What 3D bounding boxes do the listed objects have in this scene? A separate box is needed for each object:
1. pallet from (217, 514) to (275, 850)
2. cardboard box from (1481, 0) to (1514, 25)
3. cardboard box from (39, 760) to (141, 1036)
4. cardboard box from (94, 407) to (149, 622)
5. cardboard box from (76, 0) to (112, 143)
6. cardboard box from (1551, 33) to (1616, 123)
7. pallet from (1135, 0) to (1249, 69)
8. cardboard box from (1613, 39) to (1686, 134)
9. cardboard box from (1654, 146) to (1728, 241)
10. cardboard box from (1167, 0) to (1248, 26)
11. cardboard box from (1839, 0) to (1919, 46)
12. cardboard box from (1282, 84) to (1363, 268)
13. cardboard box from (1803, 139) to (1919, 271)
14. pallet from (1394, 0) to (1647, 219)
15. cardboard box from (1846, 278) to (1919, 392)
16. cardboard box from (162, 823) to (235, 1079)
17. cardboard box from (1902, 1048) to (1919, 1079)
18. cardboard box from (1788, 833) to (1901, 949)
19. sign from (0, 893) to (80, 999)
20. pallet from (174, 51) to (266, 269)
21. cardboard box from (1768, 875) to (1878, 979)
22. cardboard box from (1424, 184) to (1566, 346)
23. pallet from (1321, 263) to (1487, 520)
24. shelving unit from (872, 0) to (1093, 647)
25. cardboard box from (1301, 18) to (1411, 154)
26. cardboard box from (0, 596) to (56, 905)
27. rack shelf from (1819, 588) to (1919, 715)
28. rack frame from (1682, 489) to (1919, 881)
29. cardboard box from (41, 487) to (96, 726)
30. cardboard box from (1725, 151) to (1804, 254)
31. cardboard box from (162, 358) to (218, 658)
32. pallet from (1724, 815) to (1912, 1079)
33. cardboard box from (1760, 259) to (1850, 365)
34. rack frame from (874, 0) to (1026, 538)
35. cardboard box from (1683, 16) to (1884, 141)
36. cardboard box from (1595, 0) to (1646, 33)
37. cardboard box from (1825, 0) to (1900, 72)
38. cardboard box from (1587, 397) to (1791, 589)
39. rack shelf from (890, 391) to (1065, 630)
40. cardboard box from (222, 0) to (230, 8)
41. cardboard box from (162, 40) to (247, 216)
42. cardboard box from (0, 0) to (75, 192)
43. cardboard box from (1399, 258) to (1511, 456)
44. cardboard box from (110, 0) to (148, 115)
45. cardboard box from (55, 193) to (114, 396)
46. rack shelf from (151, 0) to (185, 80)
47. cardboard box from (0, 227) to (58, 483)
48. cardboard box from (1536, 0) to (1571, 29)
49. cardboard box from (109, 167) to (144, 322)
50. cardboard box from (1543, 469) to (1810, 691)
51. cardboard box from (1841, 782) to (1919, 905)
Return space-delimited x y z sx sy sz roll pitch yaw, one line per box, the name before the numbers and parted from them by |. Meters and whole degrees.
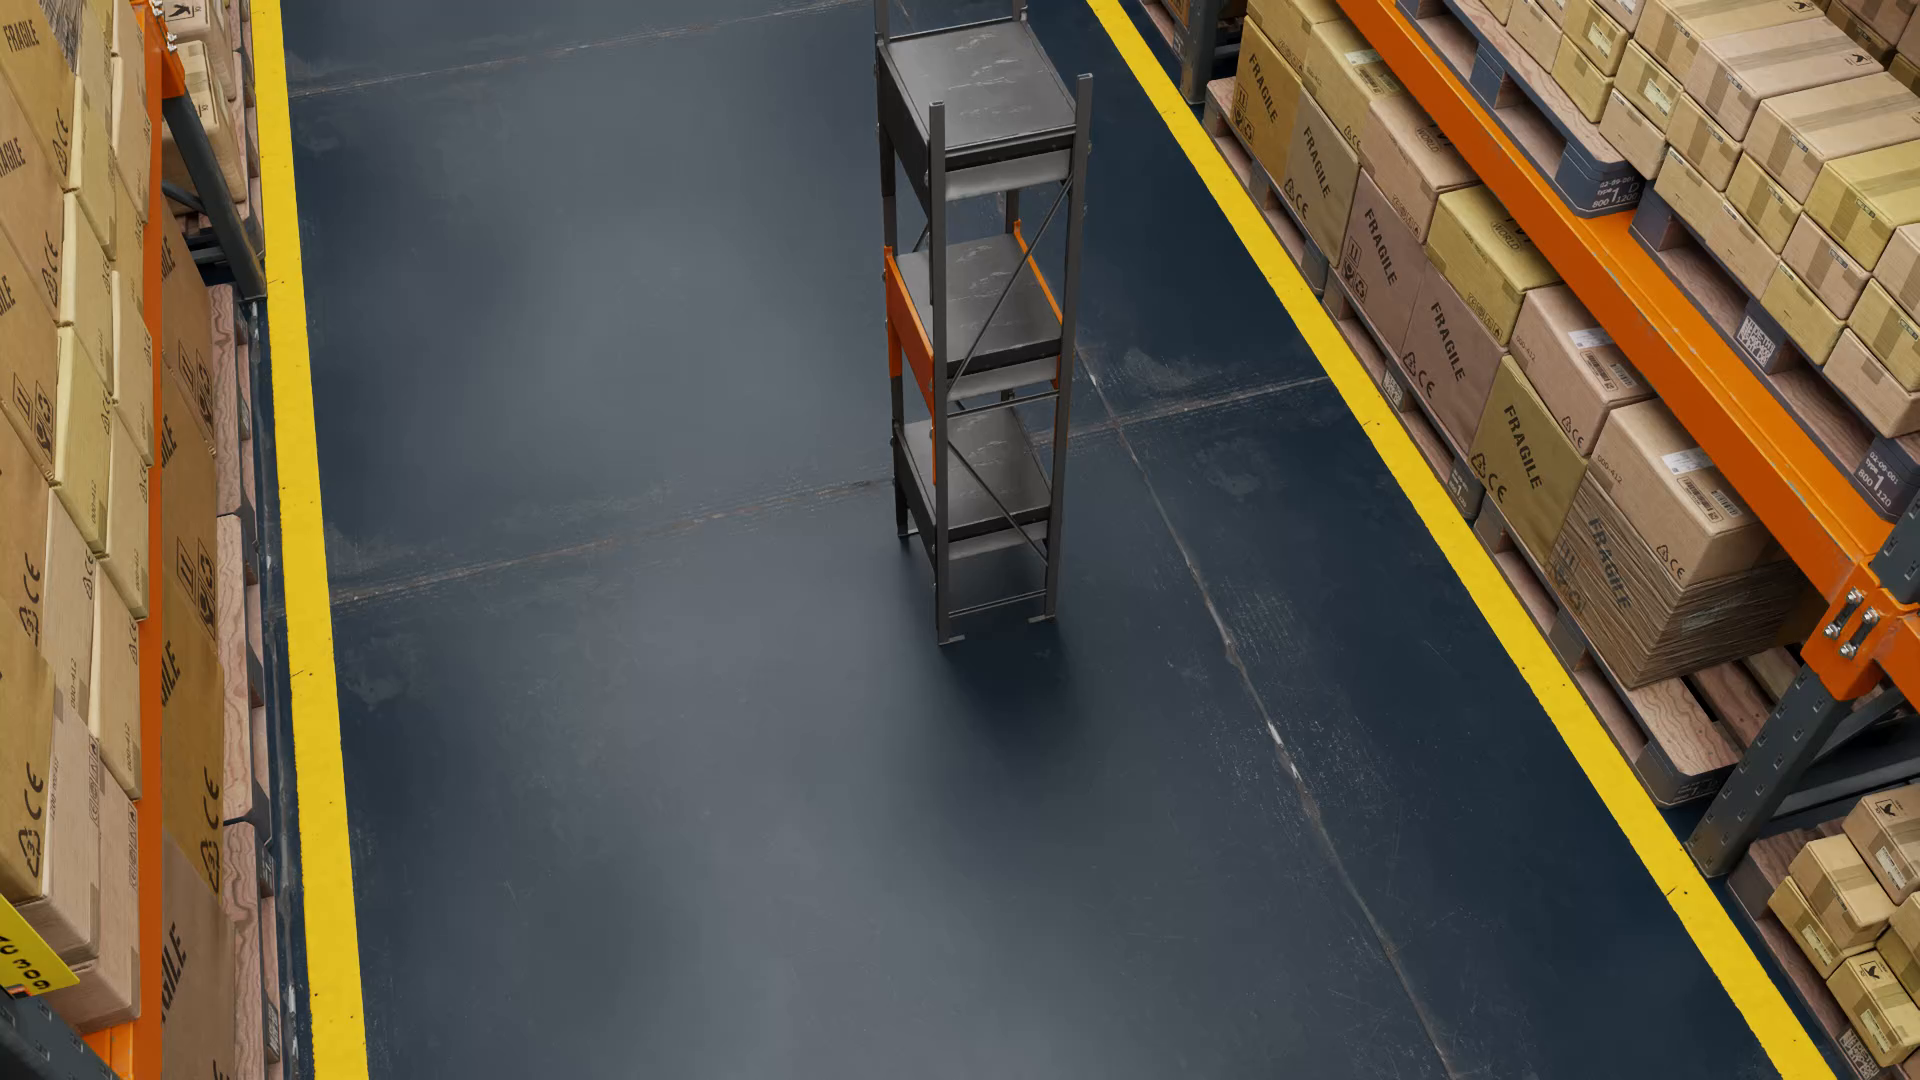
pallet | -2.704 0.532 5.164 1.003 0.211 1.213 -13 51 -11
cardboard box | 1.810 -1.757 5.159 0.380 0.149 0.250 -13 51 -10
cardboard box | -1.917 0.739 3.263 0.500 0.250 0.500 -14 51 -12
cardboard box | -2.208 -0.016 3.900 0.500 0.250 0.500 -14 51 -11
cardboard box | -2.681 -1.292 4.649 0.500 0.250 0.500 -14 51 -12
cardboard box | 1.965 -1.371 4.834 0.380 0.149 0.250 -11 51 -9
pallet | 1.315 -2.737 7.919 1.003 0.211 1.213 -13 51 -11
cardboard box | 2.043 -1.280 4.563 0.380 0.149 0.250 -16 52 -13
cardboard box | 2.130 -0.976 4.500 0.380 0.149 0.250 -16 52 -13
cardboard box | 1.382 -2.918 7.445 1.050 0.750 0.750 -14 51 -11
cardboard box | 2.673 -1.519 4.569 0.380 0.149 0.250 -14 51 -11
cardboard box | 1.594 -1.431 6.355 0.500 0.500 0.500 -13 51 -11
cardboard box | 2.274 -0.812 3.973 0.380 0.149 0.250 -15 51 -12
pallet | 2.101 -1.544 5.215 1.003 0.211 1.213 -13 51 -11
cardboard box | 2.353 -0.517 3.919 0.380 0.149 0.250 -12 51 -10
cardboard box | -2.299 1.187 3.903 0.875 0.875 0.875 -12 51 -10
cardboard box | 2.662 1.365 4.227 0.380 0.149 0.250 -14 51 -11
cardboard box | 2.461 0.904 4.422 0.380 0.149 0.250 -11 51 -9
sign | -1.510 0.641 2.630 0.100 0.325 0.005 -13 51 -11
pallet | -3.452 -1.522 6.895 1.003 0.211 1.213 -13 51 -11
cardboard box | 2.460 1.001 4.534 0.380 0.149 0.250 -15 52 -13
cardboard box | 1.888 -0.941 5.451 0.500 0.250 0.500 -15 52 -13
pallet | 2.063 -0.683 6.188 1.003 0.211 1.213 -13 51 -11
shelving unit | 0.049 -0.556 4.845 0.431 2.100 0.503 -13 51 -11
cardboard box | 1.599 -1.685 6.079 0.500 0.250 0.500 -14 51 -11
cardboard box | -1.895 0.331 2.790 0.500 0.500 0.500 -13 51 -11
rack shelf | 3.251 1.572 2.934 1.077 0.370 4.000 -13 51 -11
rack frame | 2.659 -0.121 3.890 1.000 3.000 0.127 -13 51 -11
cardboard box | -2.081 0.200 3.391 0.500 0.250 0.500 -13 51 -10
cardboard box | 2.203 -0.891 4.235 0.380 0.149 0.250 -11 51 -9
cardboard box | -2.838 -0.124 5.008 0.875 0.875 0.875 -13 51 -11
pallet | 2.892 1.260 4.549 1.003 0.211 1.213 -13 51 -11
cardboard box | 2.275 -0.610 4.192 0.380 0.149 0.250 -13 51 -11
rack frame | -0.023 -0.734 4.996 0.400 2.100 0.015 -13 51 -11
cardboard box | 2.122 -1.193 4.294 0.380 0.149 0.250 -13 51 -11
cardboard box | 1.970 -1.568 4.611 0.380 0.149 0.250 -15 52 -13
cardboard box | 2.668 -1.427 4.686 0.380 0.149 0.250 -11 51 -10
cardboard box | 2.198 -0.179 4.809 0.500 0.250 0.500 -15 51 -12
rack shelf | 0.049 -0.096 5.391 0.431 0.518 0.480 -13 51 -11
cardboard box | -3.825 -2.645 7.462 0.950 0.372 0.625 -12 51 -10
cardboard box | -3.380 -1.553 6.541 0.950 0.372 0.625 -16 52 -13
cardboard box | -2.519 -1.148 4.037 0.500 0.500 0.500 -13 51 -11
cardboard box | 1.901 -0.685 5.726 0.500 0.500 0.500 -14 51 -12
cardboard box | -2.825 -1.490 5.143 0.500 0.250 0.500 -15 51 -12
cardboard box | -2.356 -0.544 4.018 0.500 0.250 0.500 -15 51 -12
rack shelf | -3.814 -3.078 6.854 1.077 0.370 4.000 -13 51 -11
cardboard box | -2.218 -0.401 3.407 0.500 0.500 0.500 -14 51 -12
cardboard box | 1.893 -1.658 4.881 0.380 0.149 0.250 -12 51 -10
cardboard box | -2.525 -0.750 4.518 0.500 0.250 0.500 -14 51 -11
cardboard box | 2.200 0.066 5.093 0.500 0.500 0.500 -14 51 -12
cardboard box | 2.563 0.769 4.340 0.380 0.149 0.250 -11 51 -9
